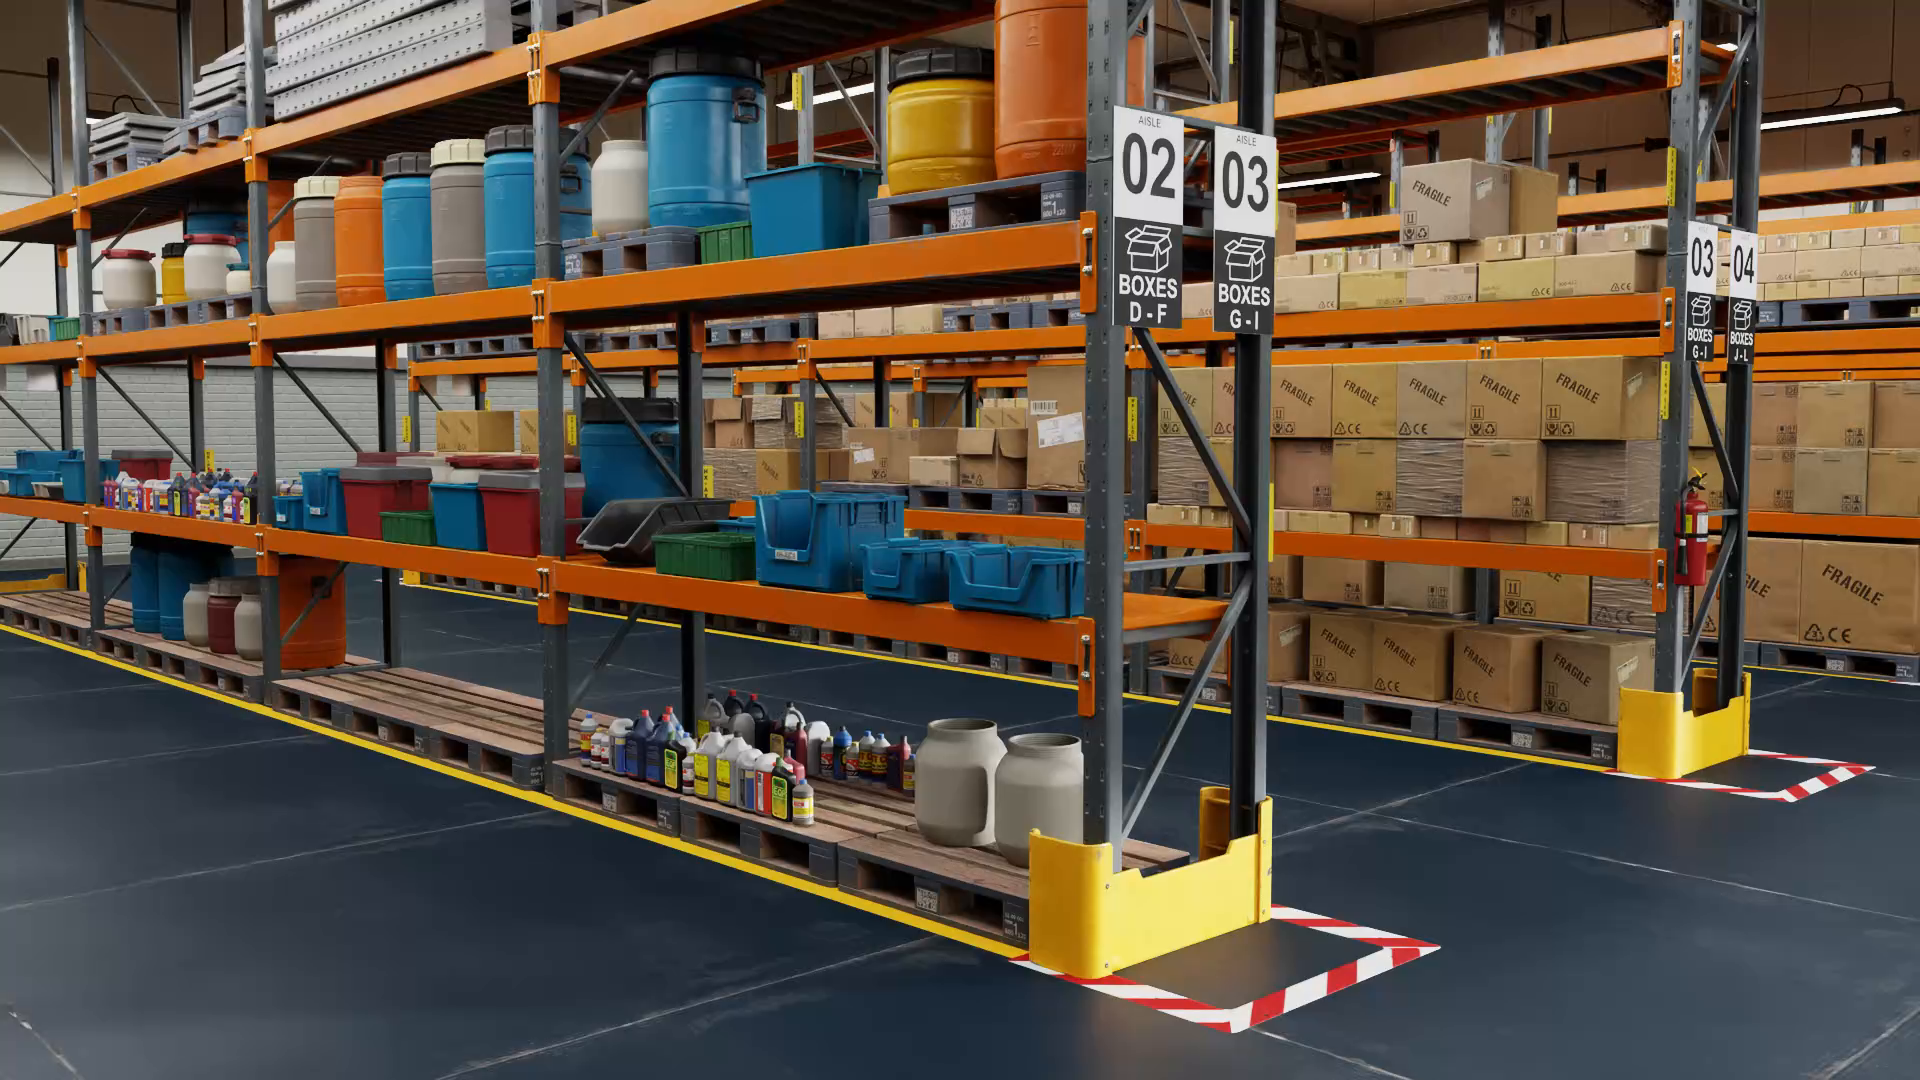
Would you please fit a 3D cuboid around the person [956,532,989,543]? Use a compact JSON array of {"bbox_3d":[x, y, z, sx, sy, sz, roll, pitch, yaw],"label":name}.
[{"bbox_3d":[0.109,0.009,17.573,0.428,1.698,0.466,-4,5,-42],"label":"person"}]
